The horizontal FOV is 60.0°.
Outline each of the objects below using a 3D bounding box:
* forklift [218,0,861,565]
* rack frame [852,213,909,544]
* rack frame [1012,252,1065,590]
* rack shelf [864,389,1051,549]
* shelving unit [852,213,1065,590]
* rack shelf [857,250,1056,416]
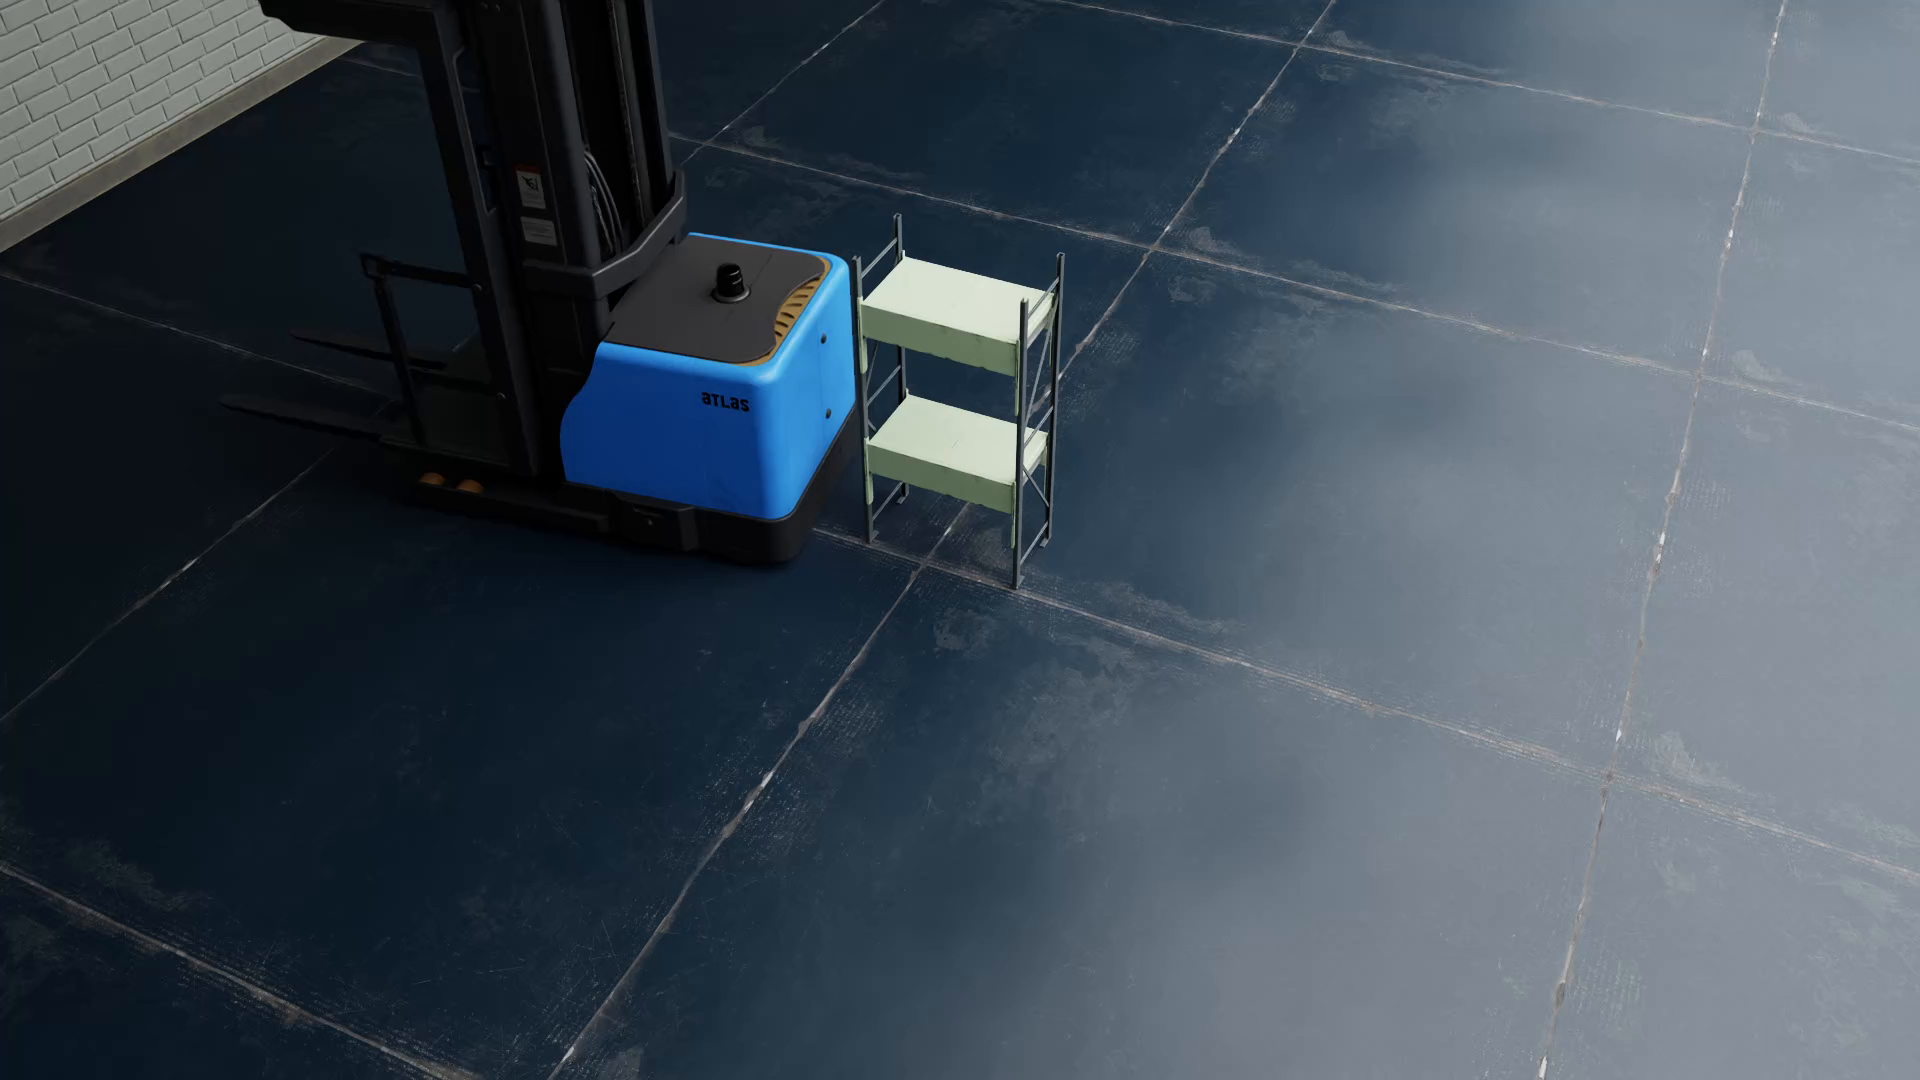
[{"bbox_3d":[-2.059,-1.543,7.176,3.031,2.935,1.130,11,42,12],"label":"forklift"},{"bbox_3d":[-0.338,-0.670,7.262,0.023,1.500,0.400,17,44,19],"label":"rack frame"},{"bbox_3d":[0.326,-0.467,7.028,0.023,1.500,0.400,17,44,19],"label":"rack frame"},{"bbox_3d":[-0.006,-0.322,7.358,0.720,0.370,0.431,17,44,19],"label":"rack shelf"},{"bbox_3d":[-0.006,-0.569,7.145,0.755,1.500,0.431,17,44,19],"label":"shelving unit"},{"bbox_3d":[-0.006,-0.863,6.889,0.720,0.370,0.431,17,44,19],"label":"rack shelf"}]
